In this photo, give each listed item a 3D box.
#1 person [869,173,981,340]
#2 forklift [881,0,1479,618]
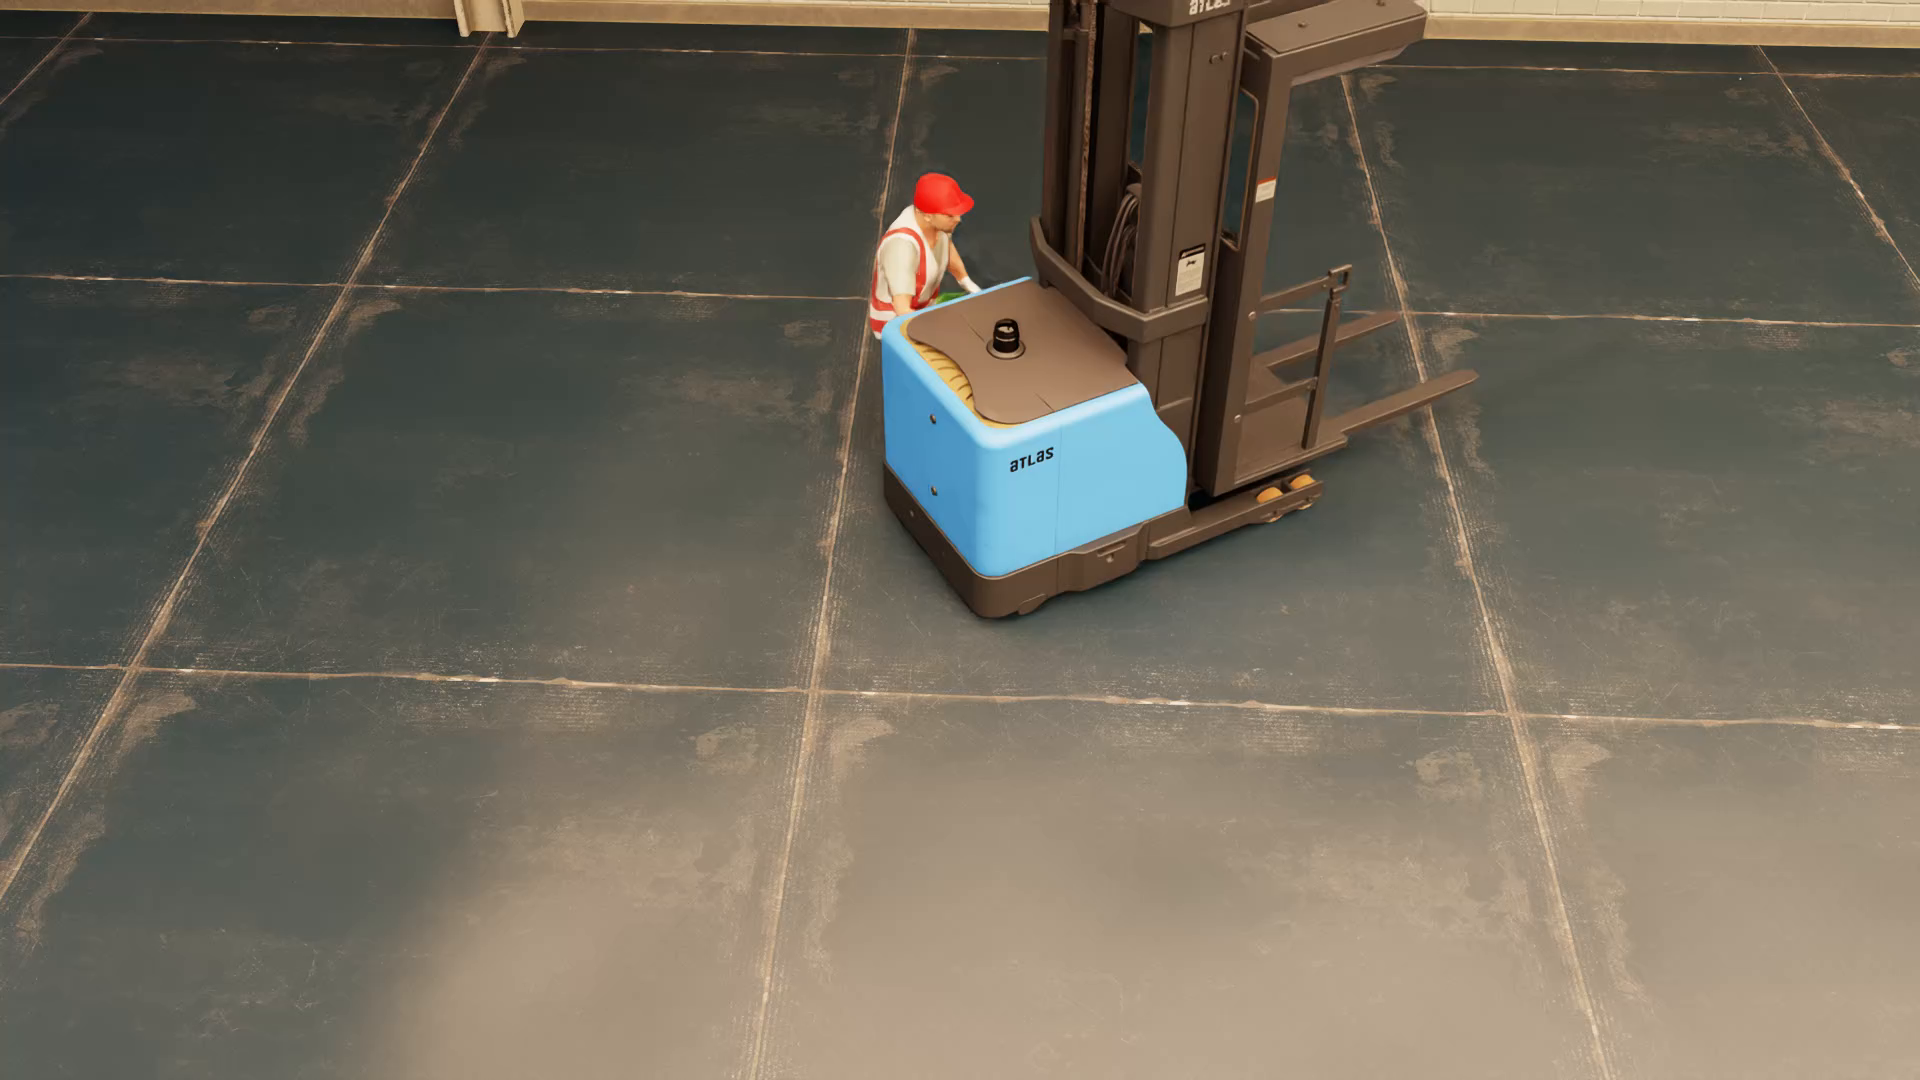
[{"bbox_3d":[0.012,-1.032,7.970,0.897,1.553,0.787,14,44,14],"label":"person"},{"bbox_3d":[1.174,-1.460,7.342,3.031,2.935,1.130,-21,46,-21],"label":"forklift"}]
